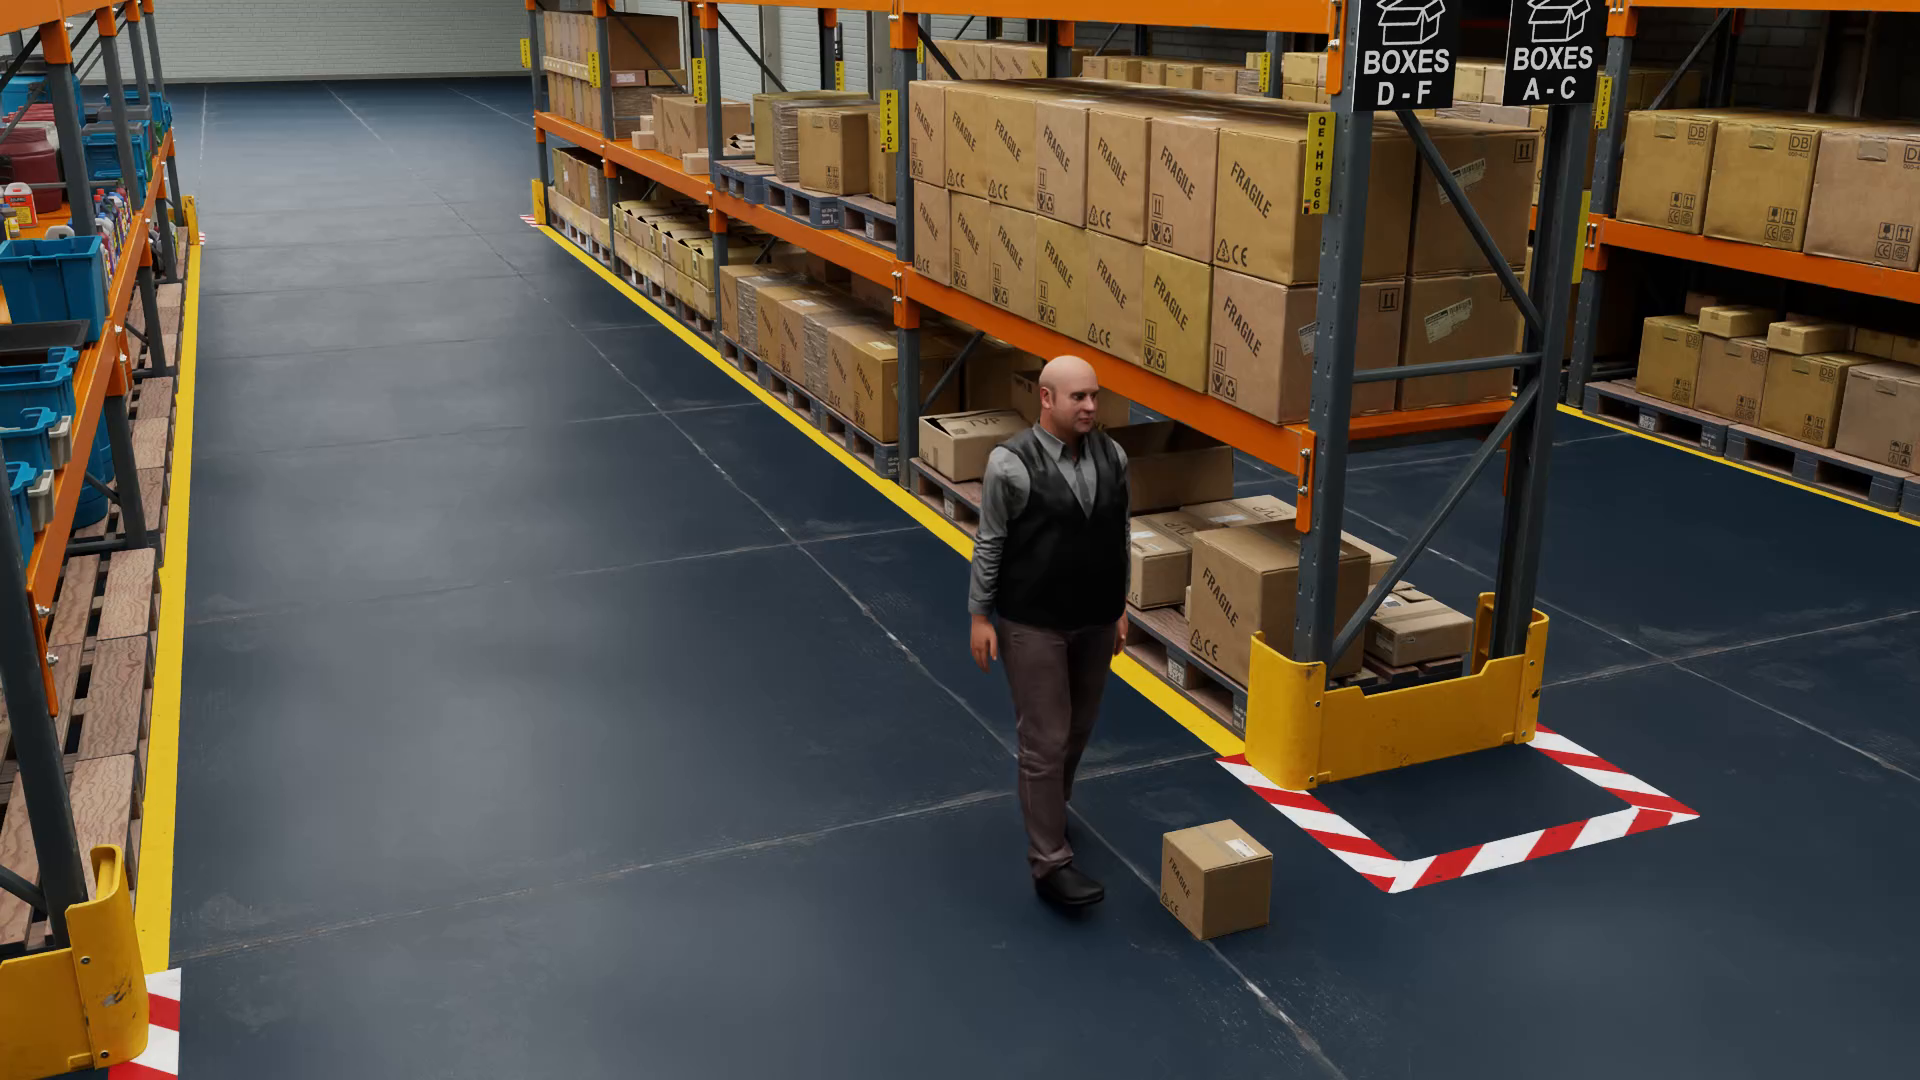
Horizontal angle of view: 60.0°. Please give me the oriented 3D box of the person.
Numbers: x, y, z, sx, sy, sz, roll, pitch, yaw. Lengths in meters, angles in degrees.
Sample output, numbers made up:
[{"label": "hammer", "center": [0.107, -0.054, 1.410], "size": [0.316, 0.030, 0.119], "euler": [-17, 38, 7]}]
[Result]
[{"label": "person", "center": [0.344, 0.275, 5.287], "size": [0.576, 1.713, 0.742], "euler": [-10, 21, -27]}]
